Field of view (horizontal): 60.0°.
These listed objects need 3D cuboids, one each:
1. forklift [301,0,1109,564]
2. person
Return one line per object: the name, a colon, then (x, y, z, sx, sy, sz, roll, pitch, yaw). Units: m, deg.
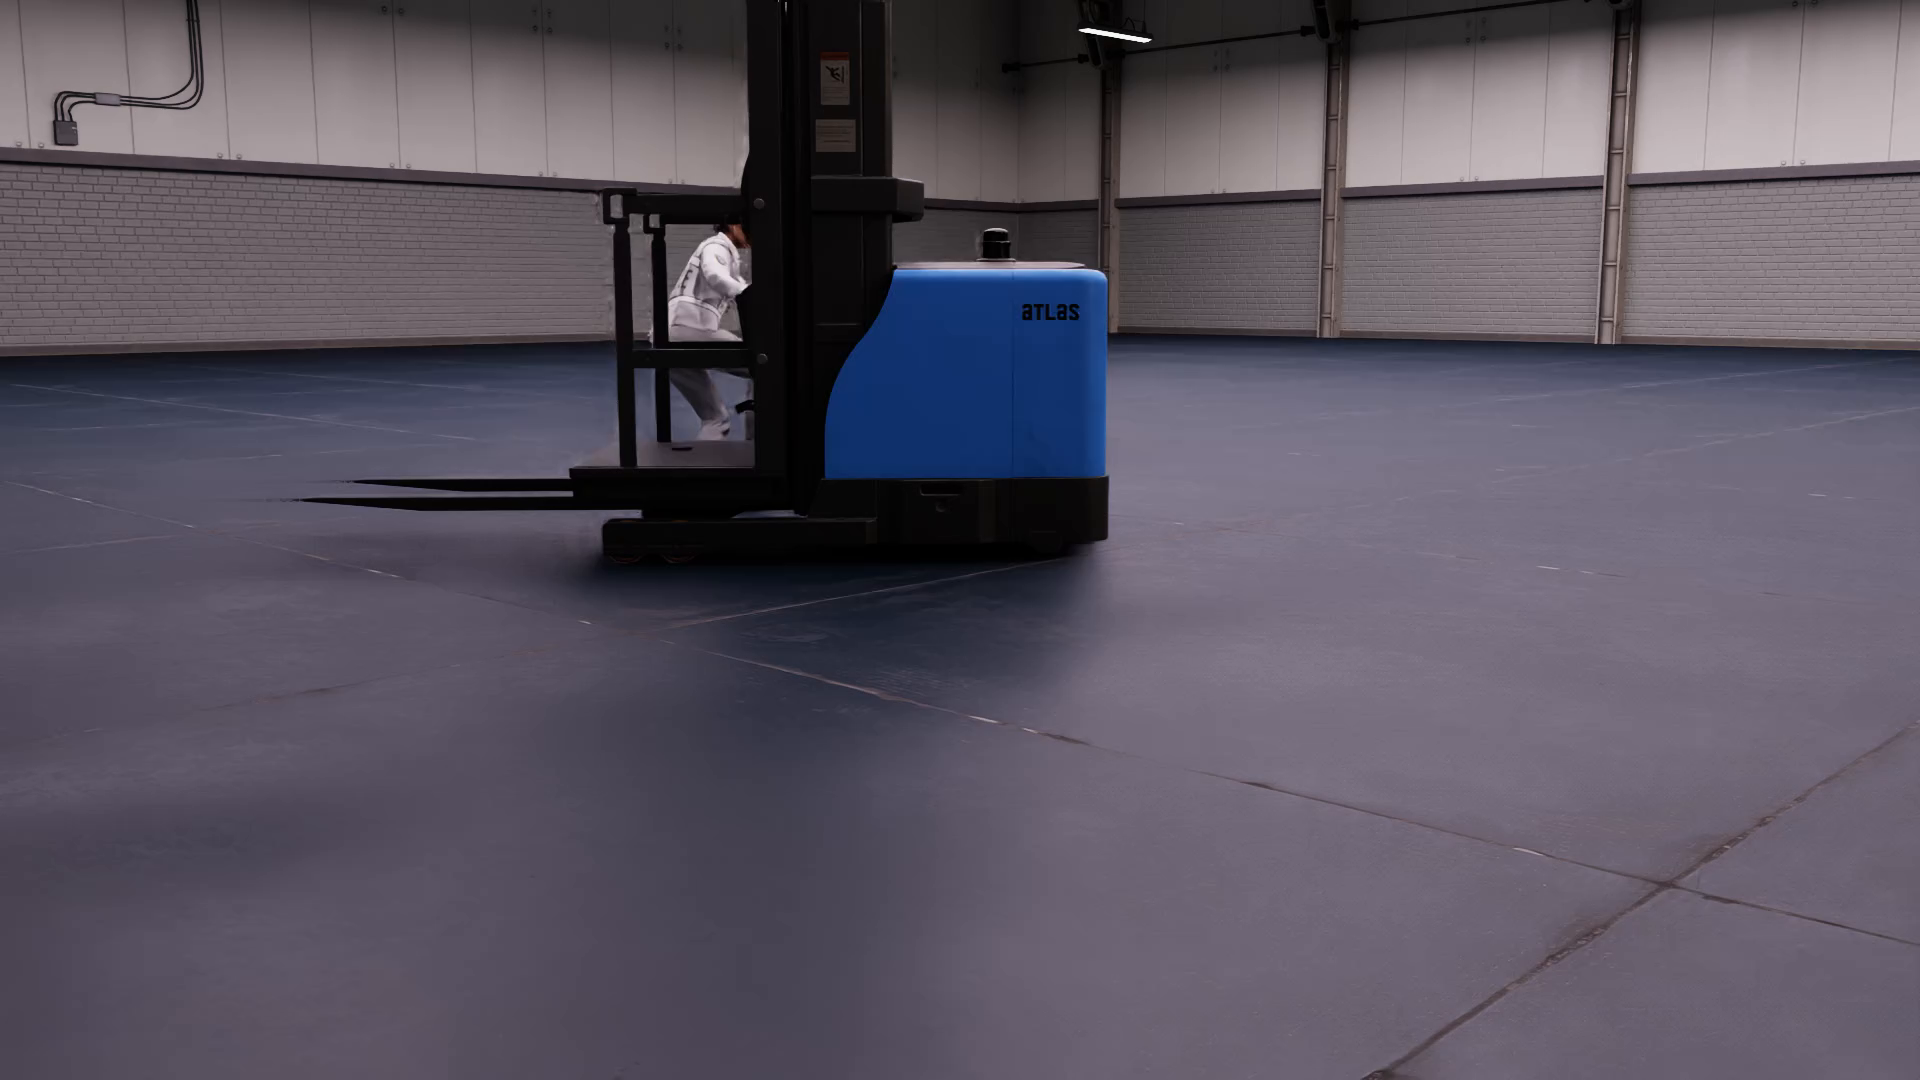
forklift: (-0.973, -1.440, 6.436, 3.031, 2.935, 1.130, 0, 9, -2)
person: (-1.023, -0.929, 7.938, 0.838, 1.429, 0.916, -6, 10, -33)
